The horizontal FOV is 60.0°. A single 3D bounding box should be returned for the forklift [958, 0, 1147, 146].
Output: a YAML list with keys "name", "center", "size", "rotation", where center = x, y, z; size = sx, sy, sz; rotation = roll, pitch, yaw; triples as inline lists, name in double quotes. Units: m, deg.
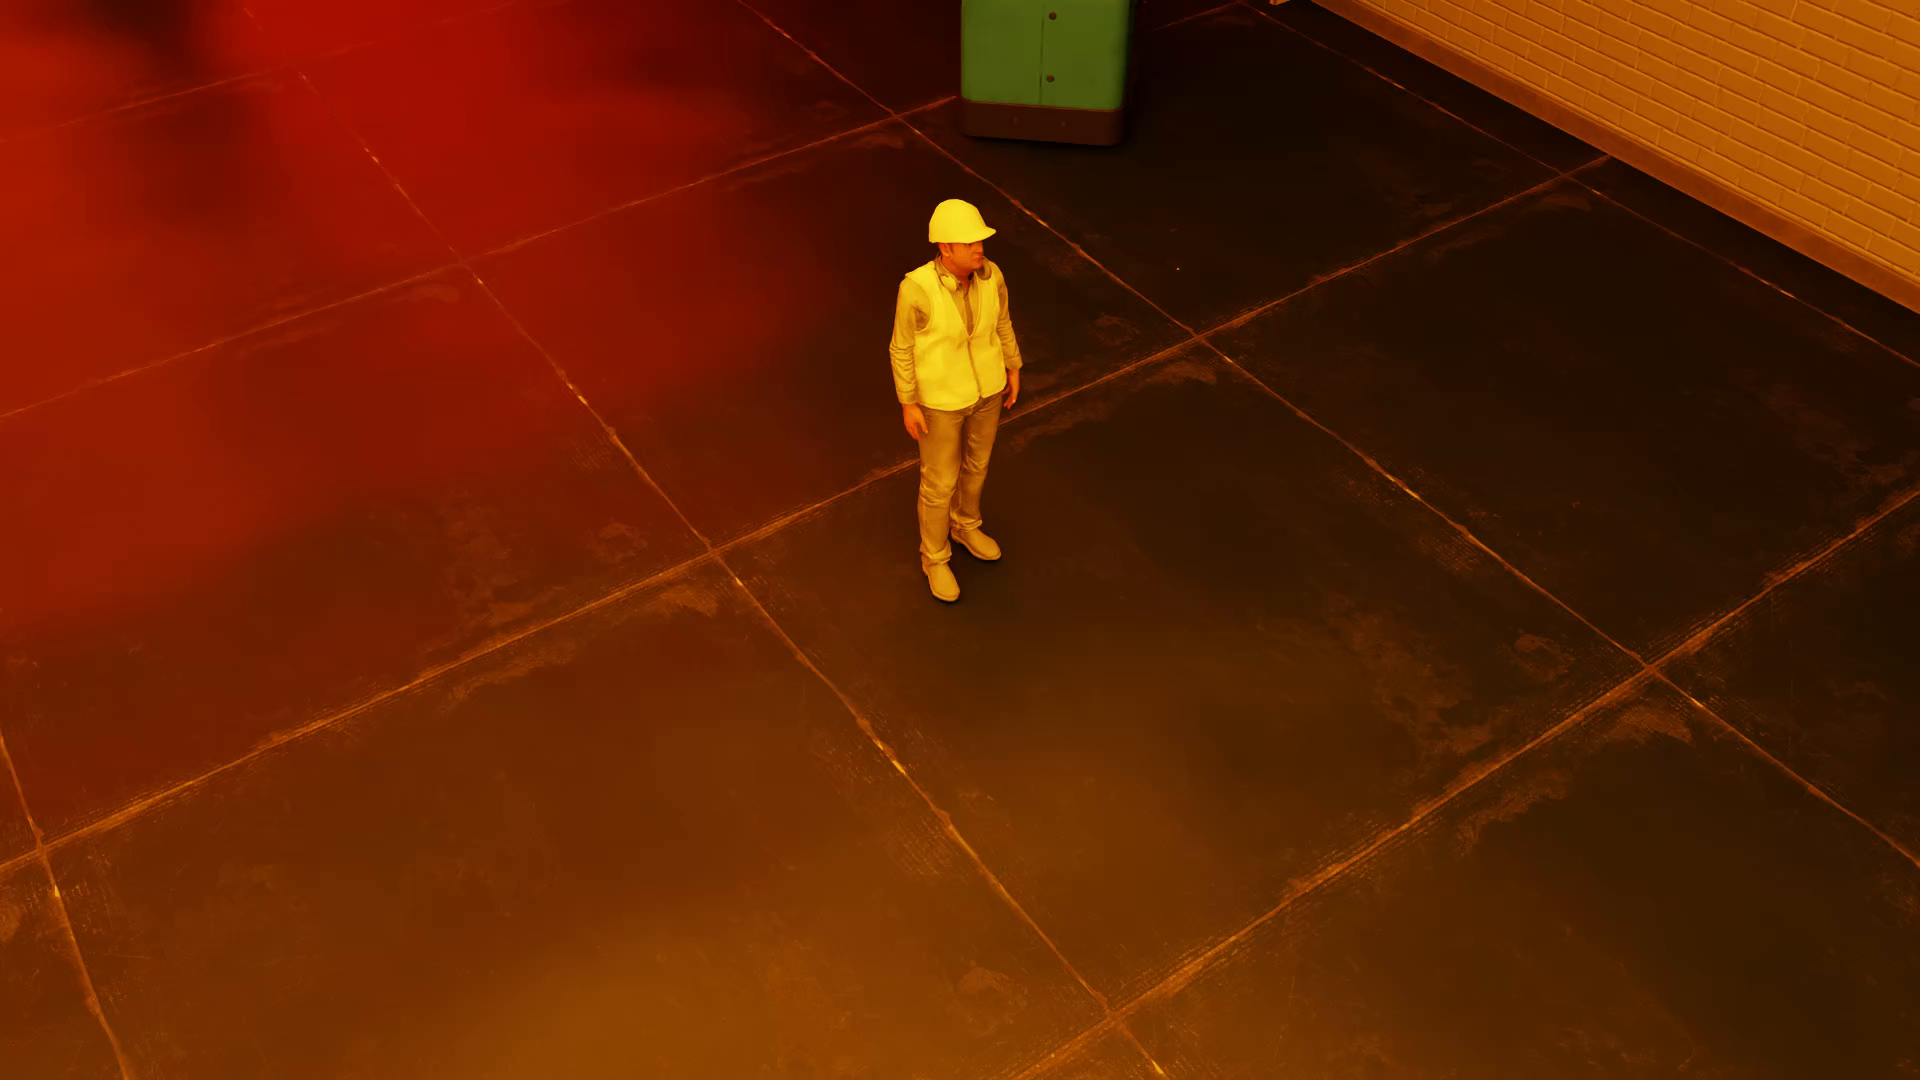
- name: "forklift"
  center: [0.720, -4.561, 10.664]
  size: [1.130, 2.935, 3.031]
  rotation: [6, 43, 6]

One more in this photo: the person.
- name: "person"
  center: [0.030, -0.620, 7.231]
  size: [0.634, 1.775, 0.566]
  rotation: [-25, 48, -25]
